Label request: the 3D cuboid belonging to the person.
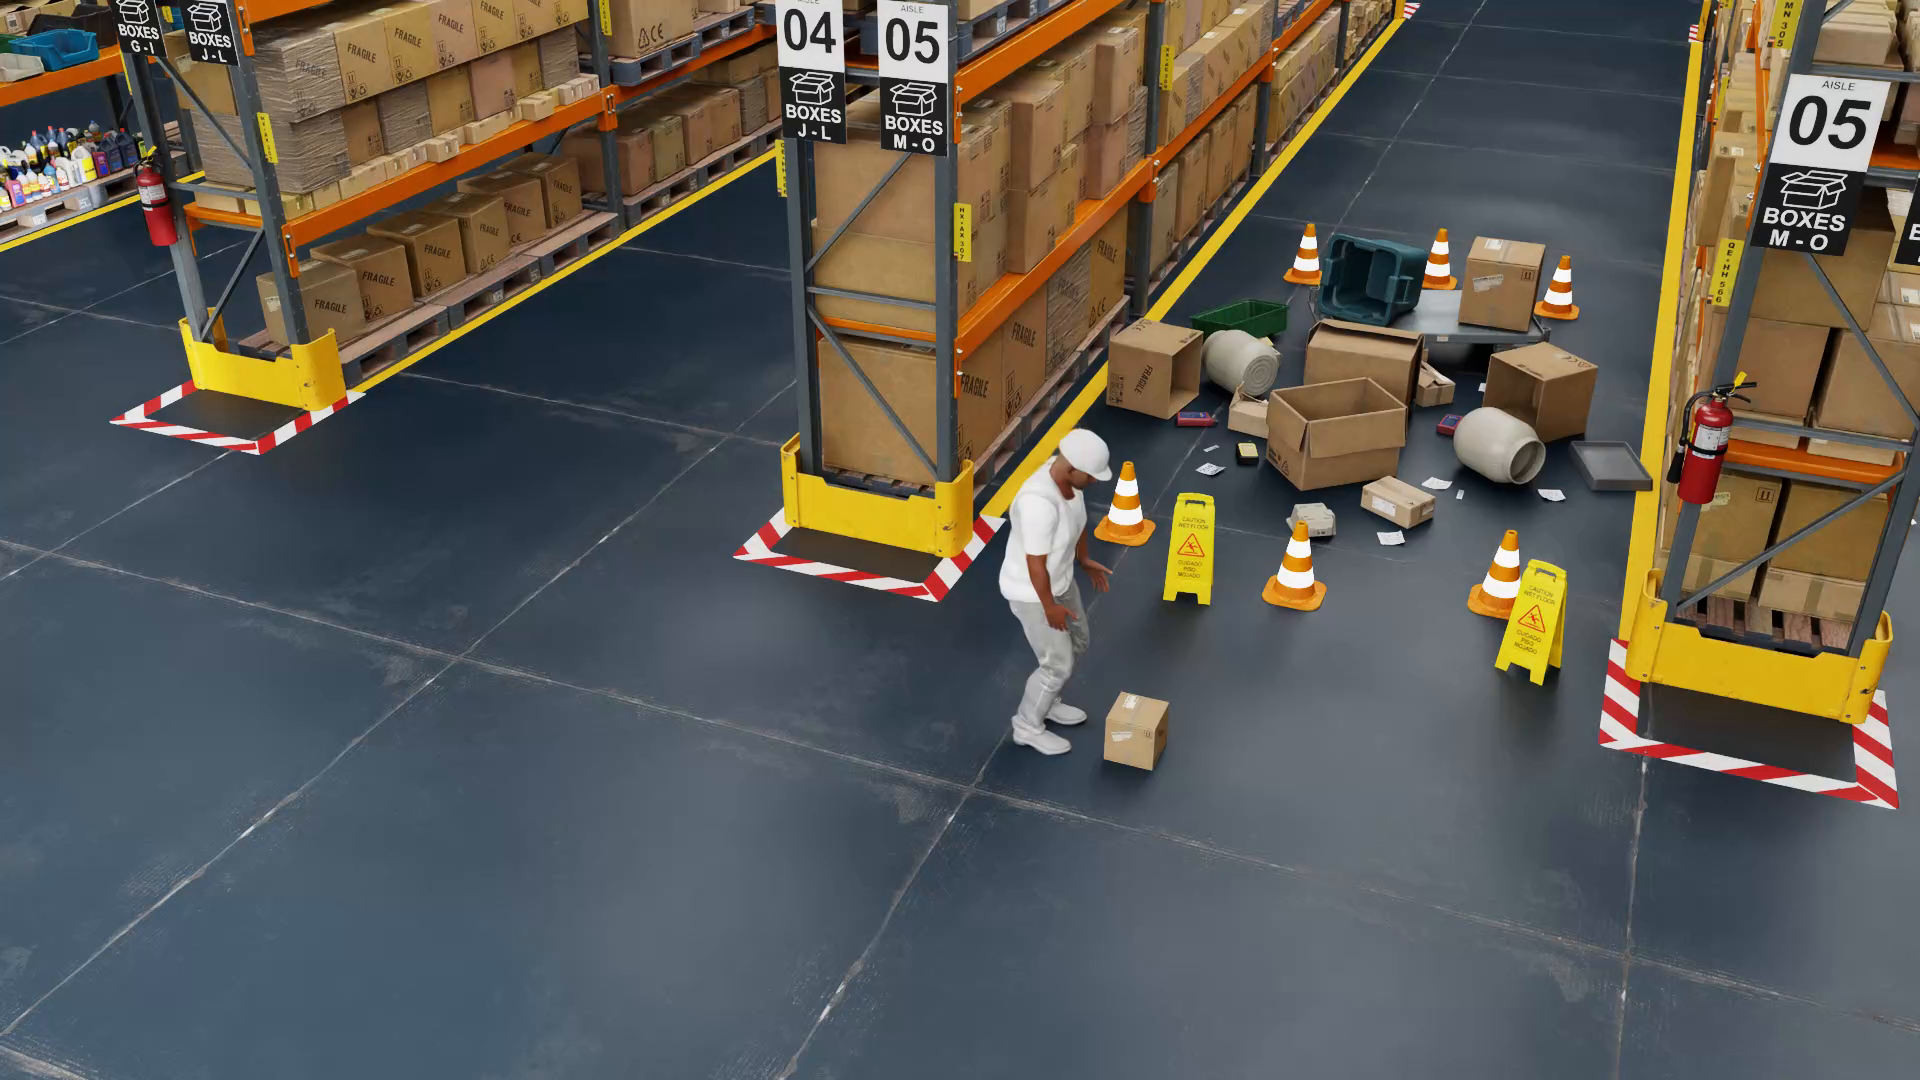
[{"bbox_3d":[0.609,0.668,8.250,0.938,0.877,0.532,11,31,18],"label":"person"}]
